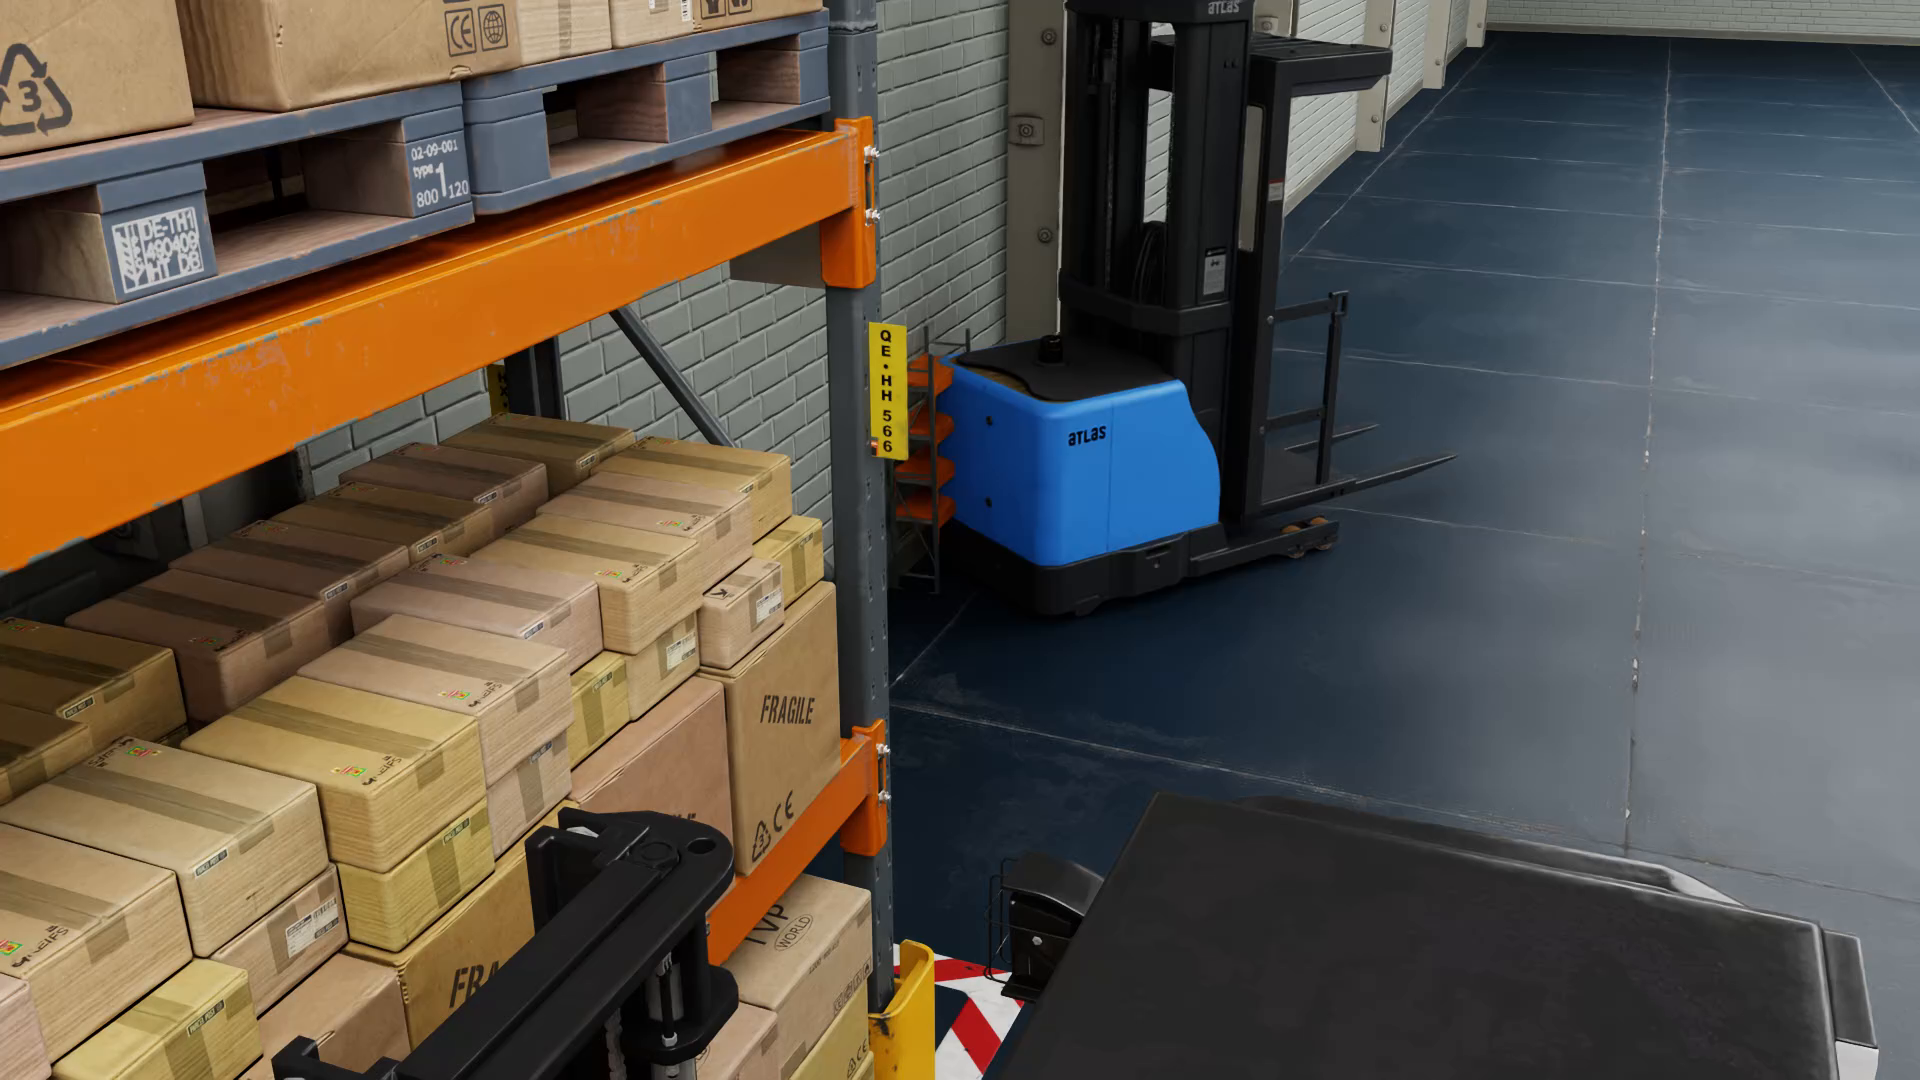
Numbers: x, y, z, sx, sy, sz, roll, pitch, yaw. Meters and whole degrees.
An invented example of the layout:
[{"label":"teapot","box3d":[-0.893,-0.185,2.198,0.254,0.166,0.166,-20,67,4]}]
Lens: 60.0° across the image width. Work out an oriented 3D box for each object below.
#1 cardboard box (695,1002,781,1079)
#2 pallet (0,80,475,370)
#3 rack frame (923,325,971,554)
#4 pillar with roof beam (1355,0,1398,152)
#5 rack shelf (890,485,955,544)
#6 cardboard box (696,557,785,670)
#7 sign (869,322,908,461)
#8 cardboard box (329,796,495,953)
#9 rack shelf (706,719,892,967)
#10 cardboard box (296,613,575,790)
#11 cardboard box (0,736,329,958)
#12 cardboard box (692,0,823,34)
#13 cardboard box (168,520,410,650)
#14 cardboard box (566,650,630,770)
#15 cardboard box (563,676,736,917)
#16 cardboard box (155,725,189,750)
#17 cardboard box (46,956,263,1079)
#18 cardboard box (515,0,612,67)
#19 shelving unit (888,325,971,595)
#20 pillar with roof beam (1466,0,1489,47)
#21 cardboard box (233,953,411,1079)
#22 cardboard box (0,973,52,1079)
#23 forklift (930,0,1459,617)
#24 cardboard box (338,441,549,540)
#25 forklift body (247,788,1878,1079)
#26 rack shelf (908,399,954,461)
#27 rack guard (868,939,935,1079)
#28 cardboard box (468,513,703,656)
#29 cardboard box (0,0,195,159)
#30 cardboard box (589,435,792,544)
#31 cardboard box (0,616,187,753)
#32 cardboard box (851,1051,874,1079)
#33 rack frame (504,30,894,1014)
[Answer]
[{"label":"cardboard box","box3d":[-0.734,1.223,3.655,0.500,0.250,0.500,9,24,21]},{"label":"pallet","box3d":[-1.406,-0.439,2.133,1.003,0.211,1.213,9,24,20]},{"label":"rack frame","box3d":[-0.051,-0.479,8.329,0.240,1.200,0.015,7,23,20]},{"label":"pillar with roof beam","box3d":[8.920,-8.257,16.841,9.100,9.000,0.400,9,24,20]},{"label":"rack shelf","box3d":[-0.132,-0.147,8.215,0.258,0.148,0.480,7,23,20]},{"label":"cardboard box","box3d":[-0.604,0.131,3.574,0.380,0.149,0.250,9,24,21]},{"label":"sign","box3d":[-0.169,-0.344,3.873,0.100,0.325,0.005,9,24,20]},{"label":"cardboard box","box3d":[-0.990,0.498,2.695,0.380,0.149,0.250,9,24,20]},{"label":"rack shelf","box3d":[-1.411,1.264,2.765,1.077,0.370,4.000,9,24,20]},{"label":"cardboard box","box3d":[-0.895,0.270,2.855,0.380,0.149,0.250,9,24,21]},{"label":"cardboard box","box3d":[-1.170,0.442,2.443,0.380,0.149,0.250,9,24,21]},{"label":"cardboard box","box3d":[-0.606,-1.260,3.180,0.500,0.500,0.500,10,25,22]},{"label":"cardboard box","box3d":[-1.310,0.095,3.273,0.380,0.149,0.250,9,24,20]},{"label":"cardboard box","box3d":[-0.860,0.302,3.164,0.380,0.149,0.250,9,24,20]},{"label":"cardboard box","box3d":[-0.808,0.568,3.368,0.500,0.500,0.500,10,25,22]},{"label":"cardboard box","box3d":[-1.578,0.405,2.917,0.380,0.149,0.250,10,25,22]},{"label":"cardboard box","box3d":[-1.198,0.676,2.270,0.380,0.149,0.250,8,24,19]},{"label":"cardboard box","box3d":[-0.788,-0.915,2.656,0.396,0.266,0.258,9,24,20]},{"label":"shelving unit","box3d":[-0.138,-0.394,8.118,0.258,1.200,0.503,7,23,20]},{"label":"pillar with roof beam","box3d":[13.377,-12.551,27.122,9.100,9.000,0.400,9,24,20]},{"label":"cardboard box","box3d":[-1.175,0.933,2.494,0.500,0.500,0.500,9,24,20]},{"label":"cardboard box","box3d":[-1.355,0.621,2.014,0.380,0.149,0.250,9,24,20]},{"label":"forklift","box3d":[1.358,-1.412,8.328,3.031,2.935,1.130,-14,27,-31]},{"label":"cardboard box","box3d":[-1.148,-0.090,3.718,0.380,0.149,0.250,10,25,22]},{"label":"forklift body","box3d":[0.321,1.548,2.254,2.313,2.155,1.214,9,24,20]},{"label":"rack shelf","box3d":[-0.141,-0.539,8.060,0.258,0.148,0.480,7,23,20]},{"label":"rack guard","box3d":[-0.659,1.361,4.842,1.175,0.500,0.348,9,24,20]},{"label":"cardboard box","box3d":[-0.740,0.082,3.304,0.380,0.149,0.250,9,24,21]},{"label":"cardboard box","box3d":[-1.332,-0.706,1.848,0.797,0.503,0.637,10,25,22]},{"label":"cardboard box","box3d":[-0.605,-0.108,3.759,0.380,0.149,0.250,9,24,20]},{"label":"cardboard box","box3d":[-1.574,0.273,2.848,0.380,0.149,0.250,8,24,19]},{"label":"cardboard box","box3d":[-0.549,1.505,4.278,0.500,0.250,0.500,9,24,20]},{"label":"rack frame","box3d":[-0.668,0.216,4.340,1.000,3.000,0.127,9,24,20]}]
